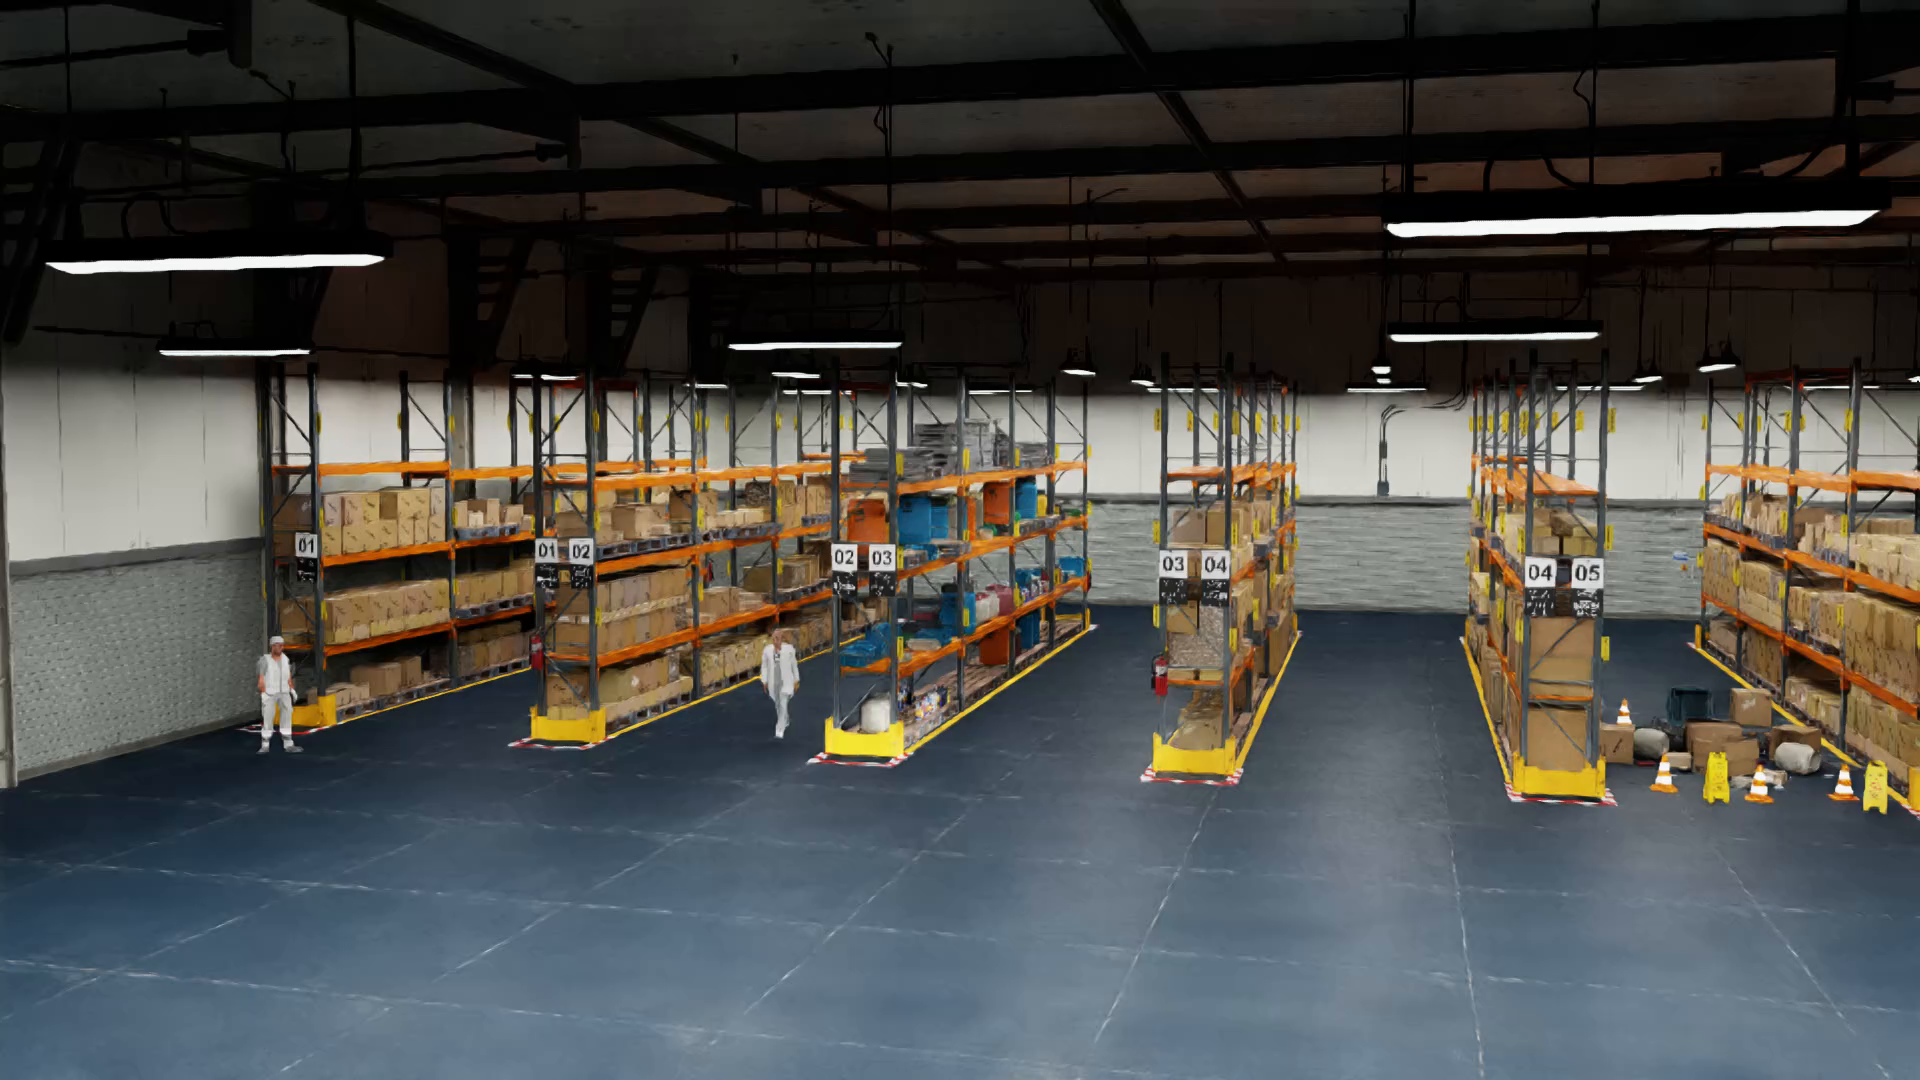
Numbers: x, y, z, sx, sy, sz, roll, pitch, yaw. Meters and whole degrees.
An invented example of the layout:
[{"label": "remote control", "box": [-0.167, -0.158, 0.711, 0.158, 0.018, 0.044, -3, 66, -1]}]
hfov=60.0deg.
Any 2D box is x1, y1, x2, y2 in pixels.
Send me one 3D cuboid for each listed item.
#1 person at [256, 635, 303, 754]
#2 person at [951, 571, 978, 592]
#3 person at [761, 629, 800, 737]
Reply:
[{"label": "person", "box": [-10.329, 2.332, 25.138, 0.468, 1.794, 0.634, 3, 5, 40]}, {"label": "person", "box": [0.094, 1.317, 40.251, 0.677, 1.726, 0.574, 1, 4, 13]}, {"label": "person", "box": [-2.903, 2.261, 26.631, 0.601, 1.698, 1.196, 1, 4, 13]}]
